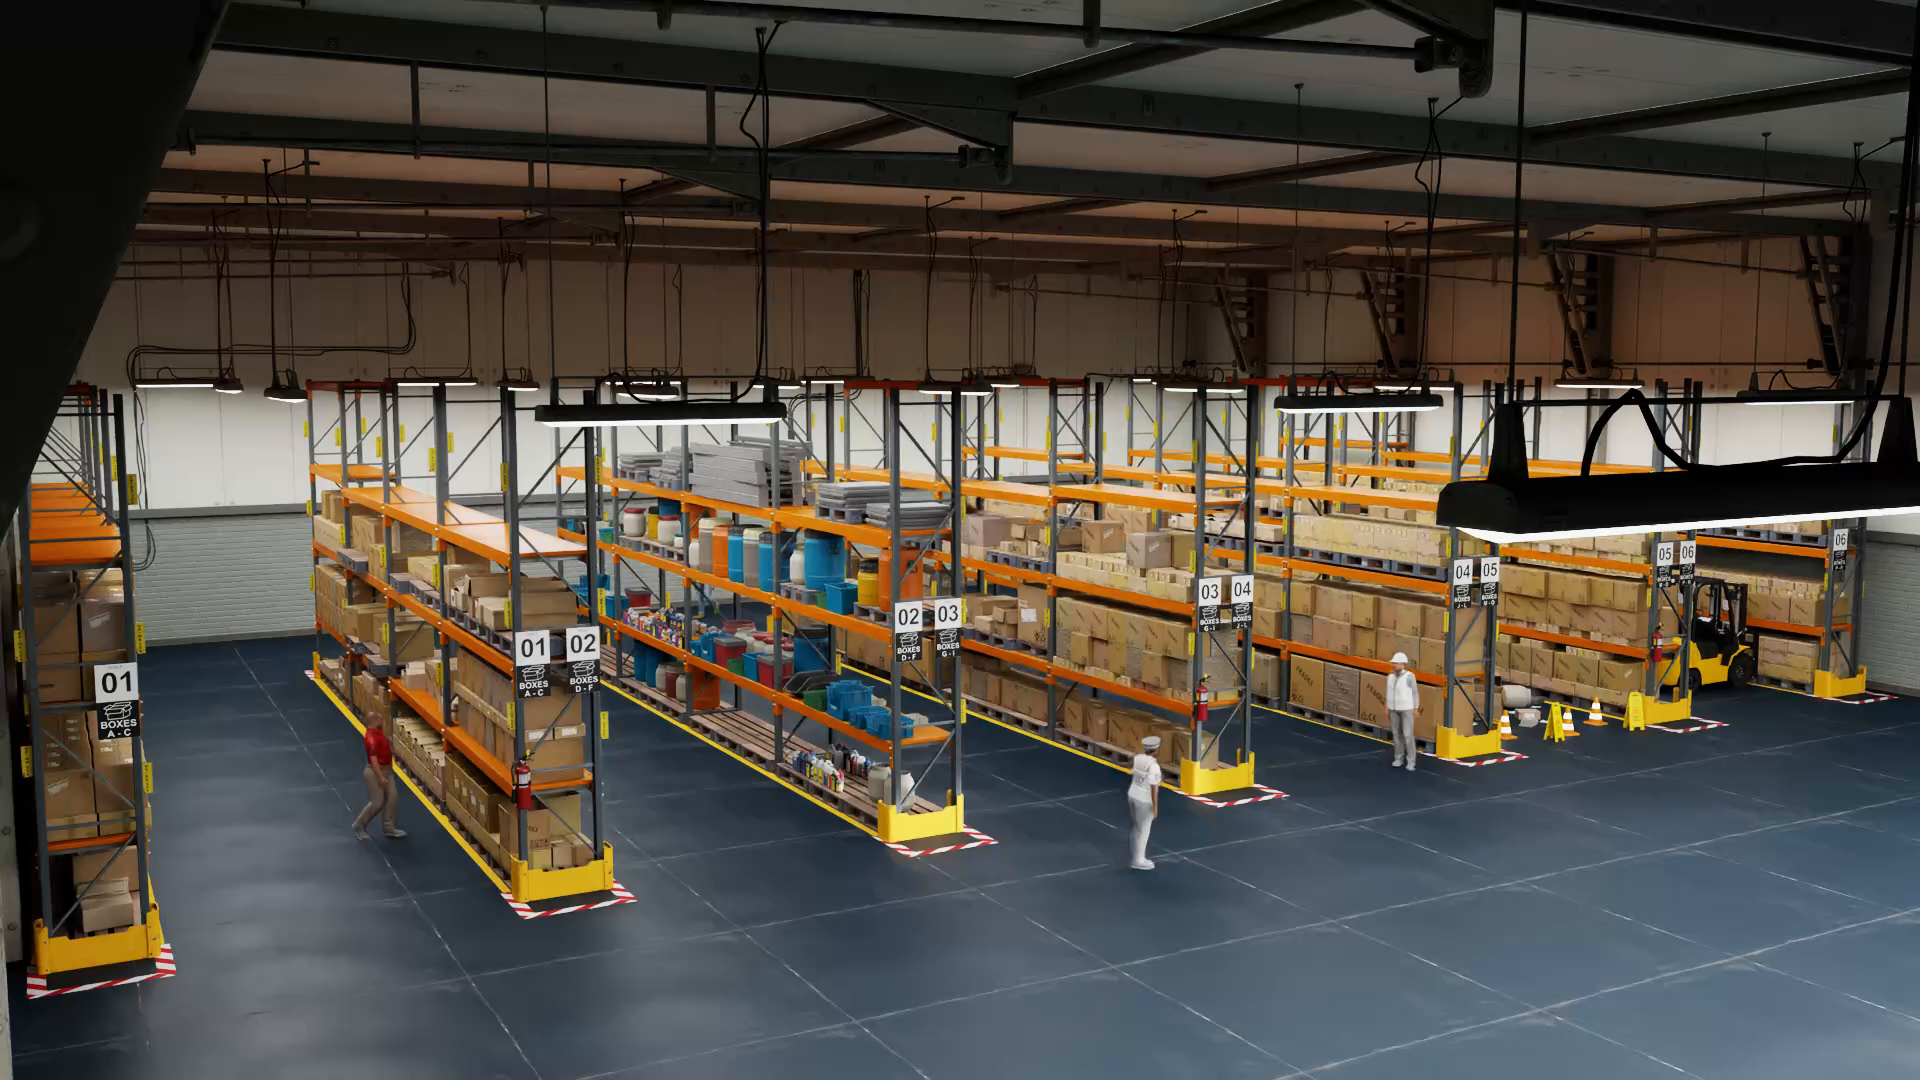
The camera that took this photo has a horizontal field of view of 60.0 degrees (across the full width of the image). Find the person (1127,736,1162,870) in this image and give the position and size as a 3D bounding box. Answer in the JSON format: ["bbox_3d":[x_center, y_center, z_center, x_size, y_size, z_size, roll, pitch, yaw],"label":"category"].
[{"bbox_3d":[2.320,3.298,20.849,0.392,1.678,0.476,-3,7,-26],"label":"person"}]

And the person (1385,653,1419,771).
[{"bbox_3d":[6.940,2.682,26.128,0.381,1.810,0.628,-5,8,-39],"label":"person"}]

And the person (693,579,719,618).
[{"bbox_3d":[-6.347,1.050,41.363,0.529,1.758,0.669,3,7,26],"label":"person"}]

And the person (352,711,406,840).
[{"bbox_3d":[-7.787,3.142,22.233,0.679,1.738,0.580,0,6,1],"label":"person"}]
